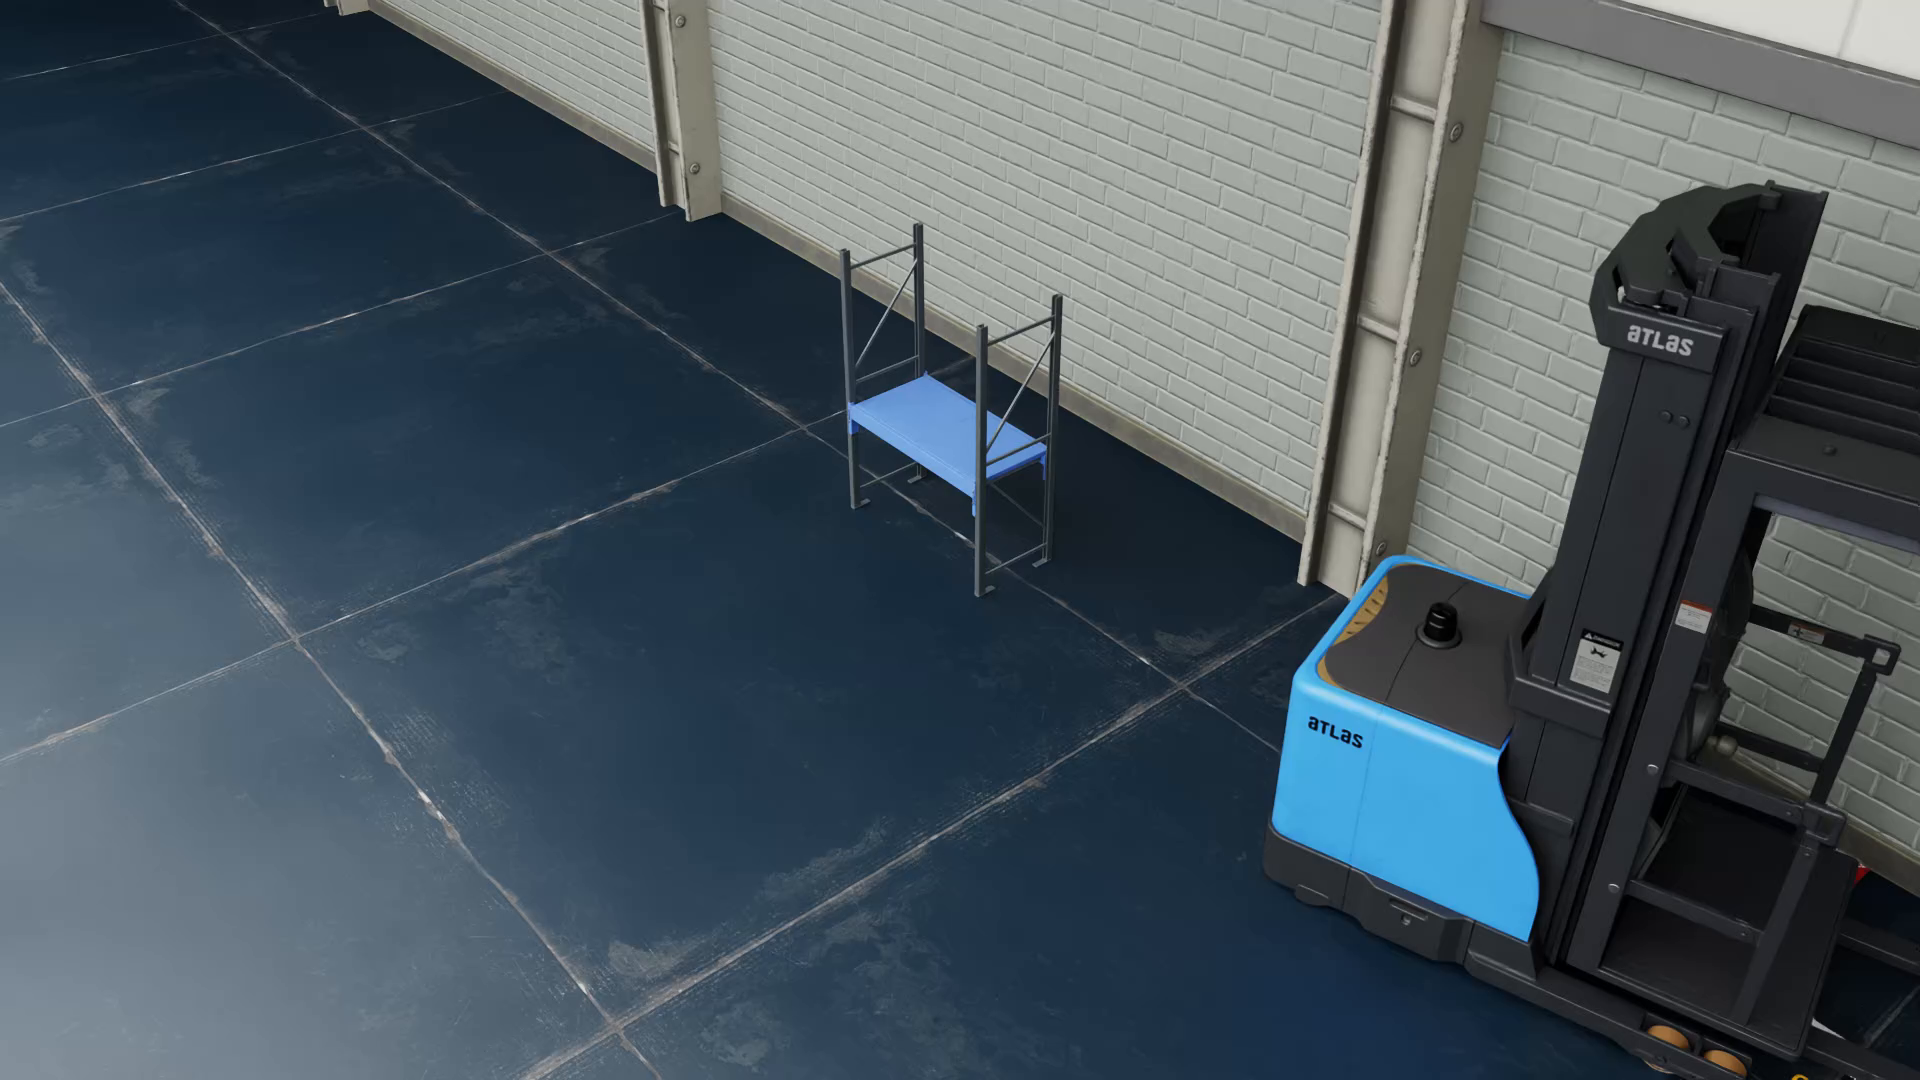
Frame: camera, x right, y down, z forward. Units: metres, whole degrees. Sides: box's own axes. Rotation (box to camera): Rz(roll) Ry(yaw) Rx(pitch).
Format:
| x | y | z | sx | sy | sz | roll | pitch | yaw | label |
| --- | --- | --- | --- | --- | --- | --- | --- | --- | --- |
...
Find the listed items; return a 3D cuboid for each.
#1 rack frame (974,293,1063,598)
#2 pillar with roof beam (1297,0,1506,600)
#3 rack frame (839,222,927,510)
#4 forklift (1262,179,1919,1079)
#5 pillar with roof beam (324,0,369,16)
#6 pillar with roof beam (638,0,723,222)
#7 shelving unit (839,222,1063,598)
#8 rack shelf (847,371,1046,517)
| x | y | z | sx | sy | sz | roll | pitch | yaw | label |
| --- | --- | --- | --- | --- | --- | --- | --- | --- | --- |
| 0.273 | -0.425 | 7.954 | 0.500 | 1.500 | 0.032 | -26 | 43 | -32 | rack frame |
| -1.352 | -1.829 | 3.448 | 9.100 | 9.000 | 0.400 | -26 | 43 | -32 | pillar with roof beam |
| -0.383 | -0.874 | 8.588 | 0.500 | 1.500 | 0.032 | -26 | 43 | -32 | rack frame |
| 2.723 | 0.420 | 5.522 | 3.031 | 2.935 | 1.130 | 21 | 40 | 27 | forklift |
| -9.096 | -7.127 | 10.928 | 9.100 | 9.000 | 0.400 | -26 | 43 | -32 | pillar with roof beam |
| -5.224 | -4.478 | 7.188 | 9.100 | 9.000 | 0.400 | -26 | 43 | -32 | pillar with roof beam |
| -0.055 | -0.650 | 8.271 | 0.538 | 1.500 | 1.048 | -26 | 43 | -32 | shelving unit |
| -0.055 | -0.503 | 8.375 | 0.538 | 0.185 | 1.000 | -26 | 43 | -32 | rack shelf |
